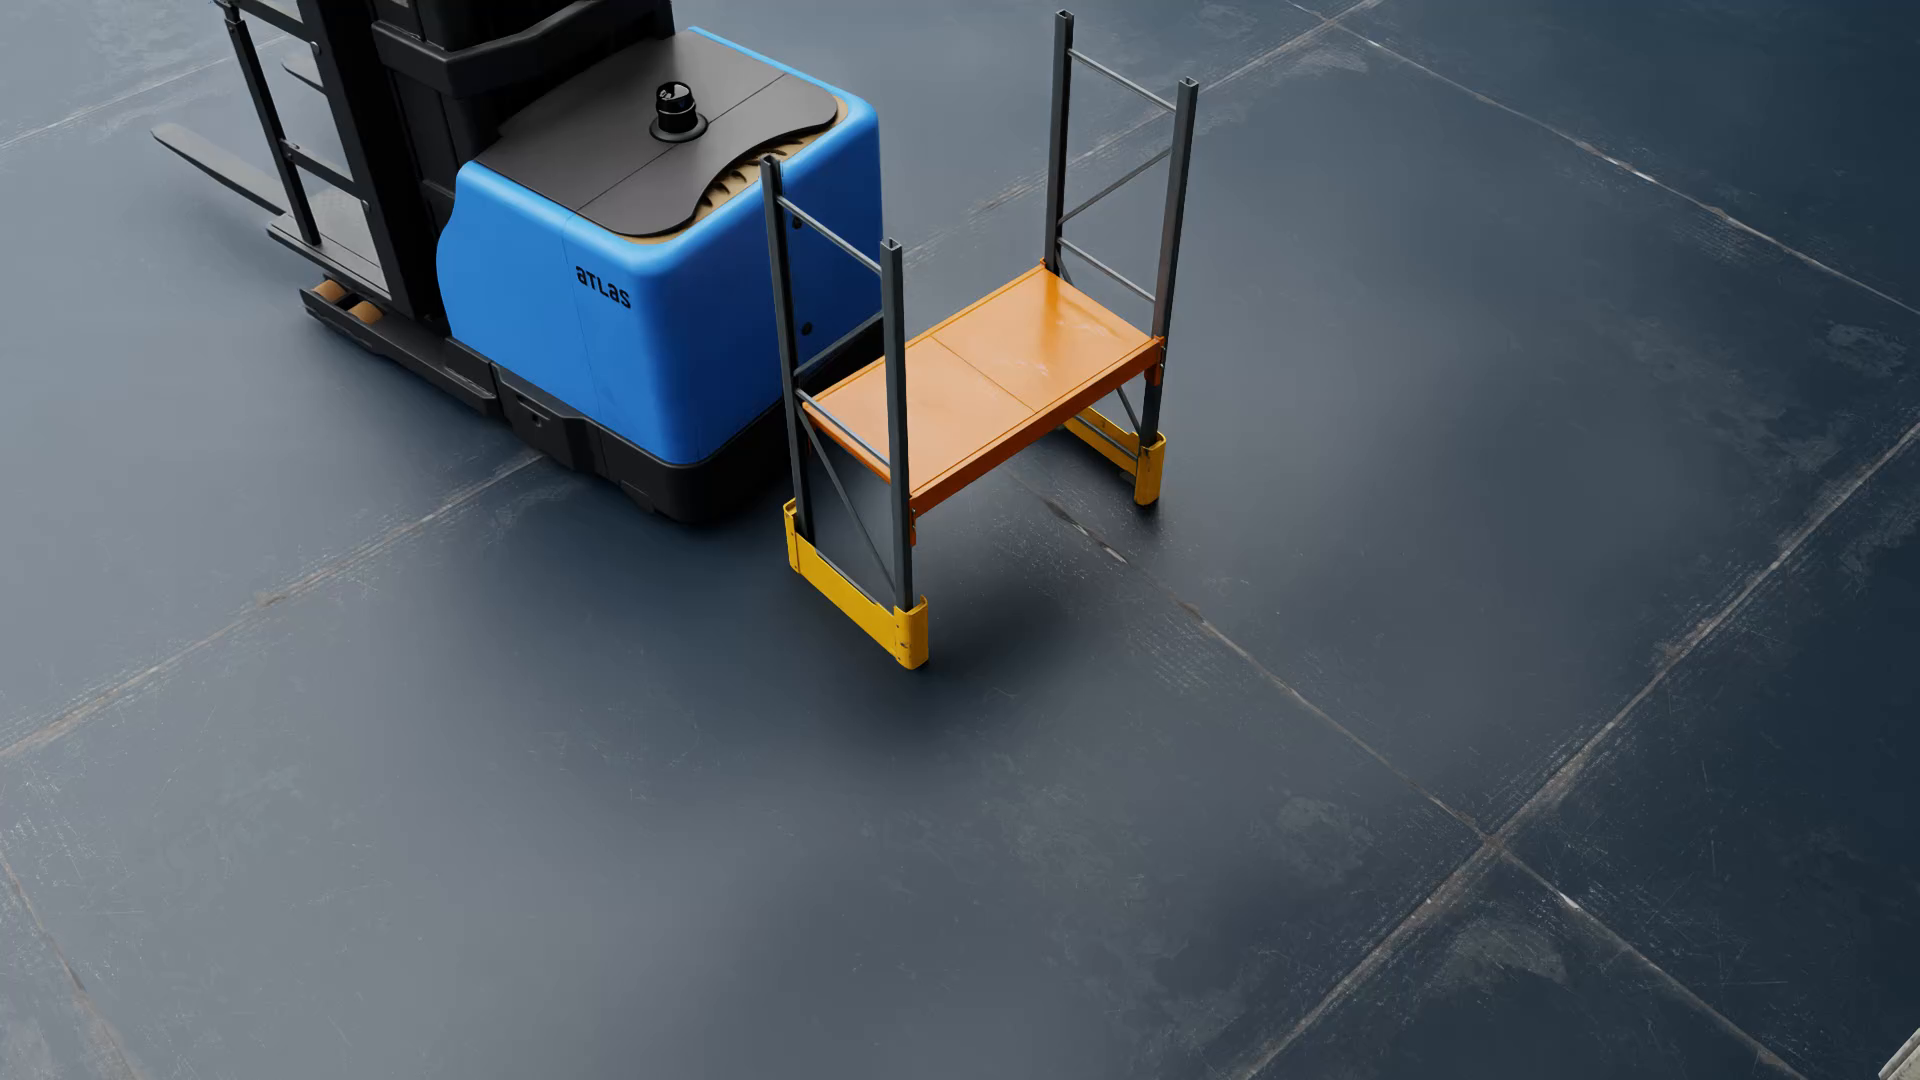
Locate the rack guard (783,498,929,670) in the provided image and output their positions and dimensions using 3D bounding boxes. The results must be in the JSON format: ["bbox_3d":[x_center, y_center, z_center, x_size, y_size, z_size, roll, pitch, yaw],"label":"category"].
[{"bbox_3d":[-0.312,0.124,4.966,0.087,0.250,0.587,-34,56,-27],"label":"rack guard"}]

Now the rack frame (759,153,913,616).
[{"bbox_3d":[-0.313,-0.299,4.506,0.032,1.500,0.500,-34,56,-27],"label":"rack frame"}]

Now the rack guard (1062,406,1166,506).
[{"bbox_3d":[0.425,-0.369,5.420,0.087,0.250,0.587,-34,56,-27],"label":"rack guard"}]

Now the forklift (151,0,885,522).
[{"bbox_3d":[-1.711,-1.947,5.052,3.031,2.935,1.130,29,54,24],"label":"forklift"}]

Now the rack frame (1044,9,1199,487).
[{"bbox_3d":[0.439,-0.802,4.970,0.032,1.500,0.500,-34,56,-27],"label":"rack frame"}]

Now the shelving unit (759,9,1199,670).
[{"bbox_3d":[0.056,-0.546,4.734,1.083,1.500,0.587,-34,56,-27],"label":"shelving unit"}]

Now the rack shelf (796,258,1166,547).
[{"bbox_3d":[0.063,-0.429,4.870,1.000,0.185,0.538,-34,56,-27],"label":"rack shelf"}]
